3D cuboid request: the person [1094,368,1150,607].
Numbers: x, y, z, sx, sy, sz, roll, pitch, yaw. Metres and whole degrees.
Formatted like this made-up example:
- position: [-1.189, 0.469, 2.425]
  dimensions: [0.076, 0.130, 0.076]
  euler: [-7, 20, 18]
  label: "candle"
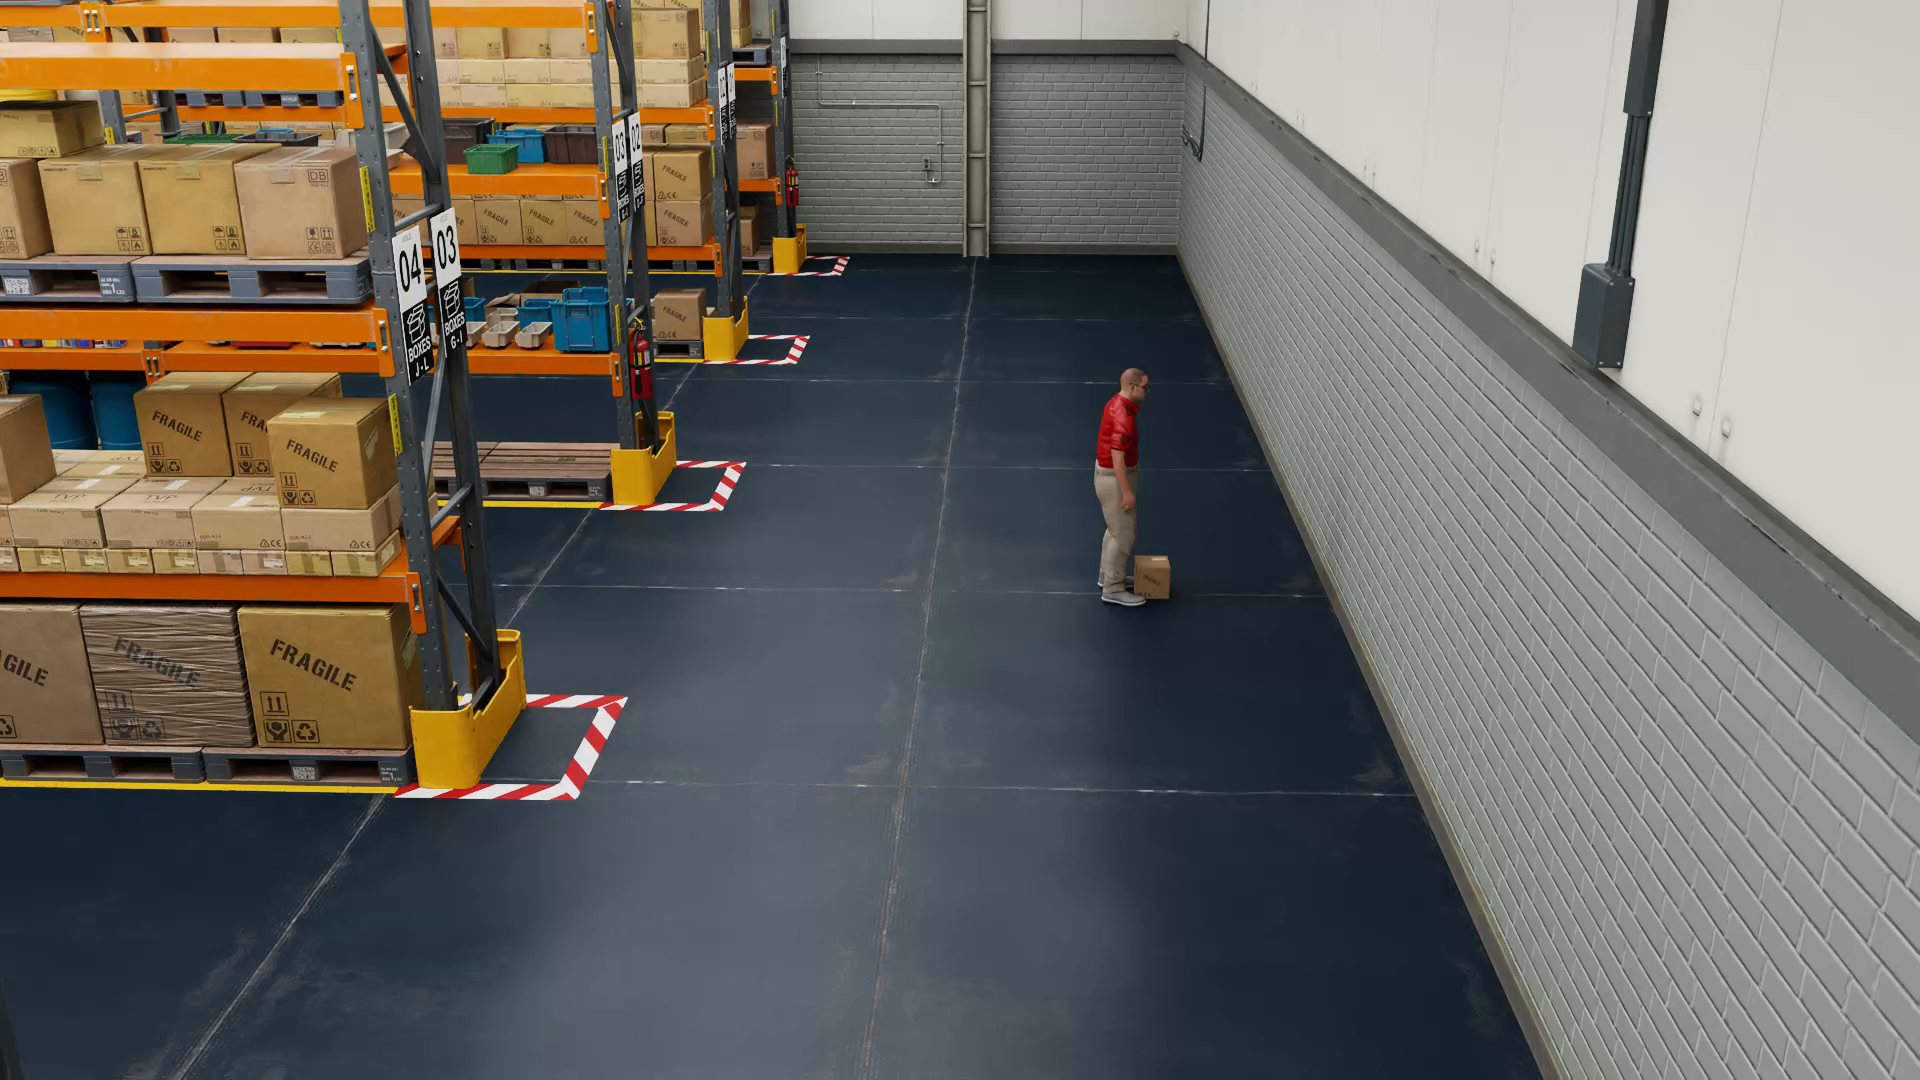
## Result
- position: [1.183, -0.415, 12.200]
  dimensions: [0.388, 1.726, 0.590]
  euler: [0, 21, 1]
  label: "person"
